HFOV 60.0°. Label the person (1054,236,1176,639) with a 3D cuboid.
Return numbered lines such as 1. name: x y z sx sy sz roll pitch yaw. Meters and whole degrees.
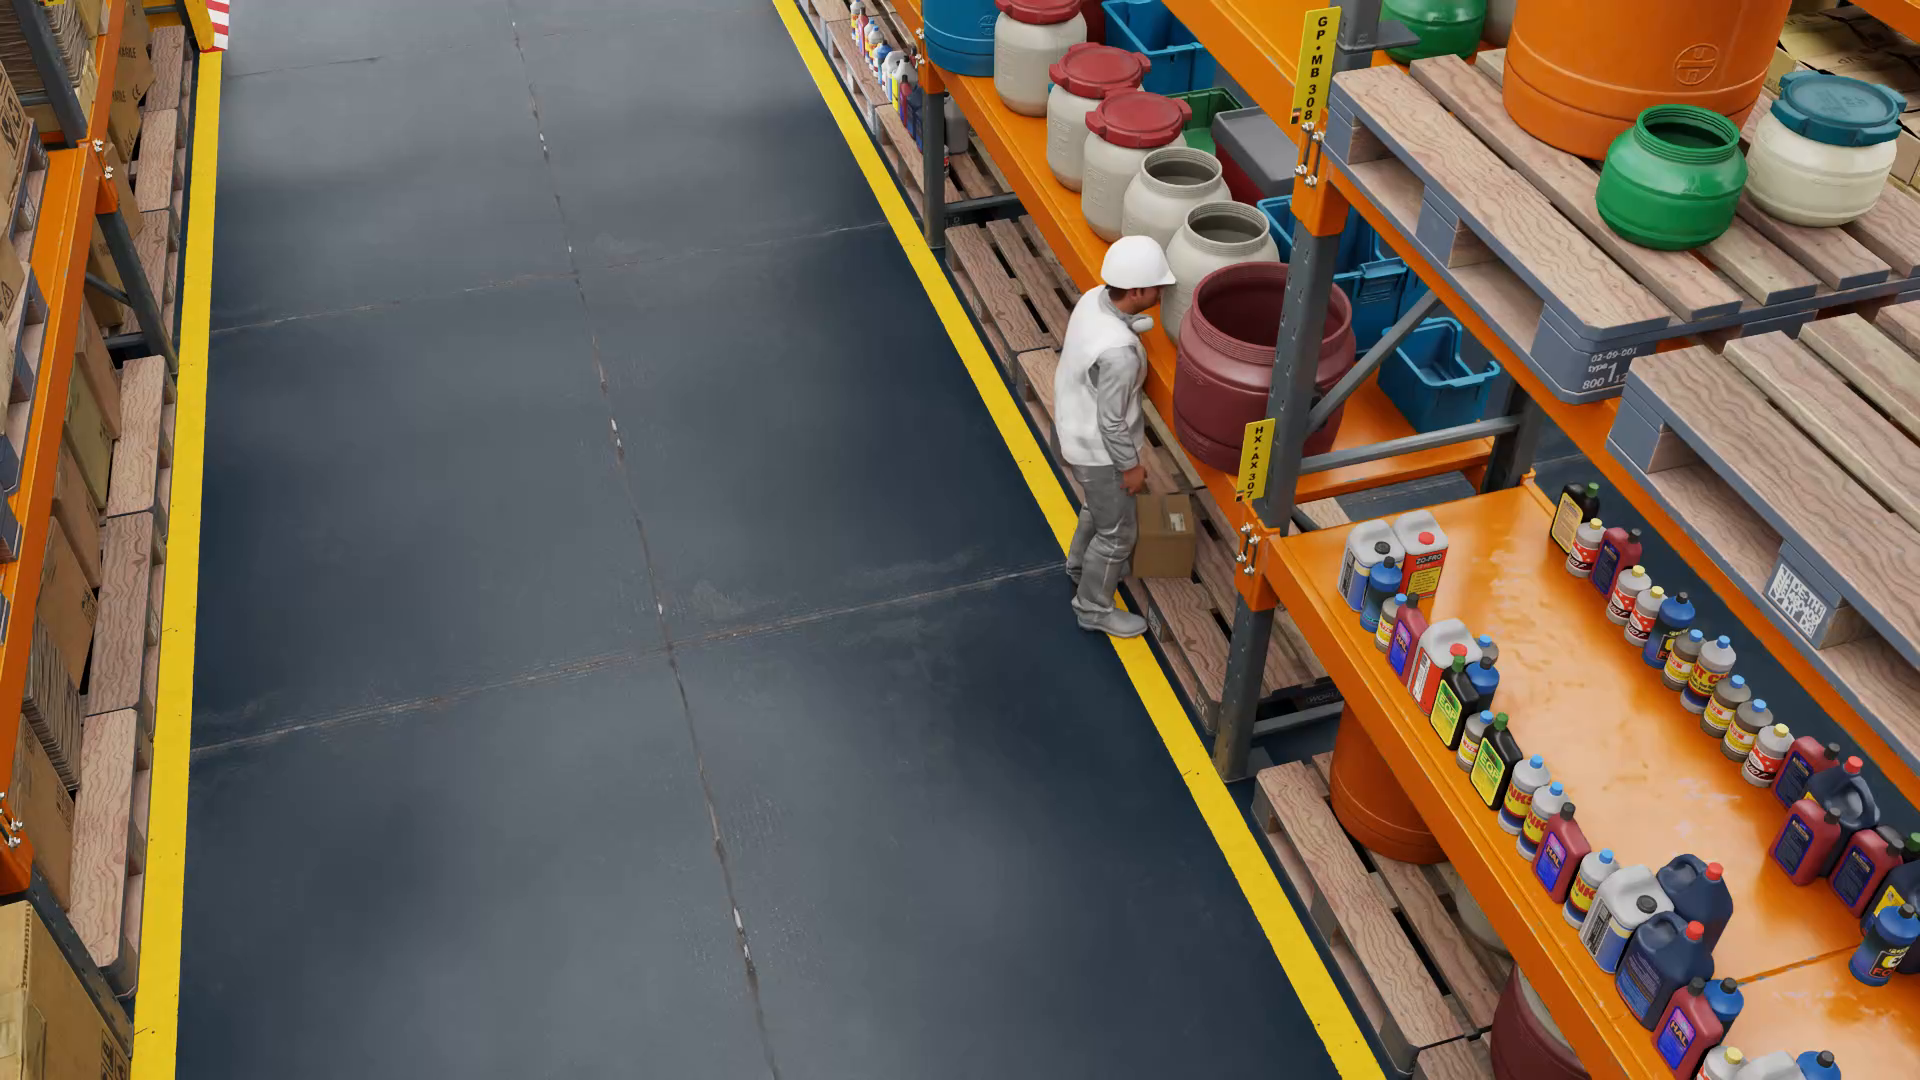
1. person: 0.590 -0.421 6.607 0.447 1.773 0.566 -1 42 -1
